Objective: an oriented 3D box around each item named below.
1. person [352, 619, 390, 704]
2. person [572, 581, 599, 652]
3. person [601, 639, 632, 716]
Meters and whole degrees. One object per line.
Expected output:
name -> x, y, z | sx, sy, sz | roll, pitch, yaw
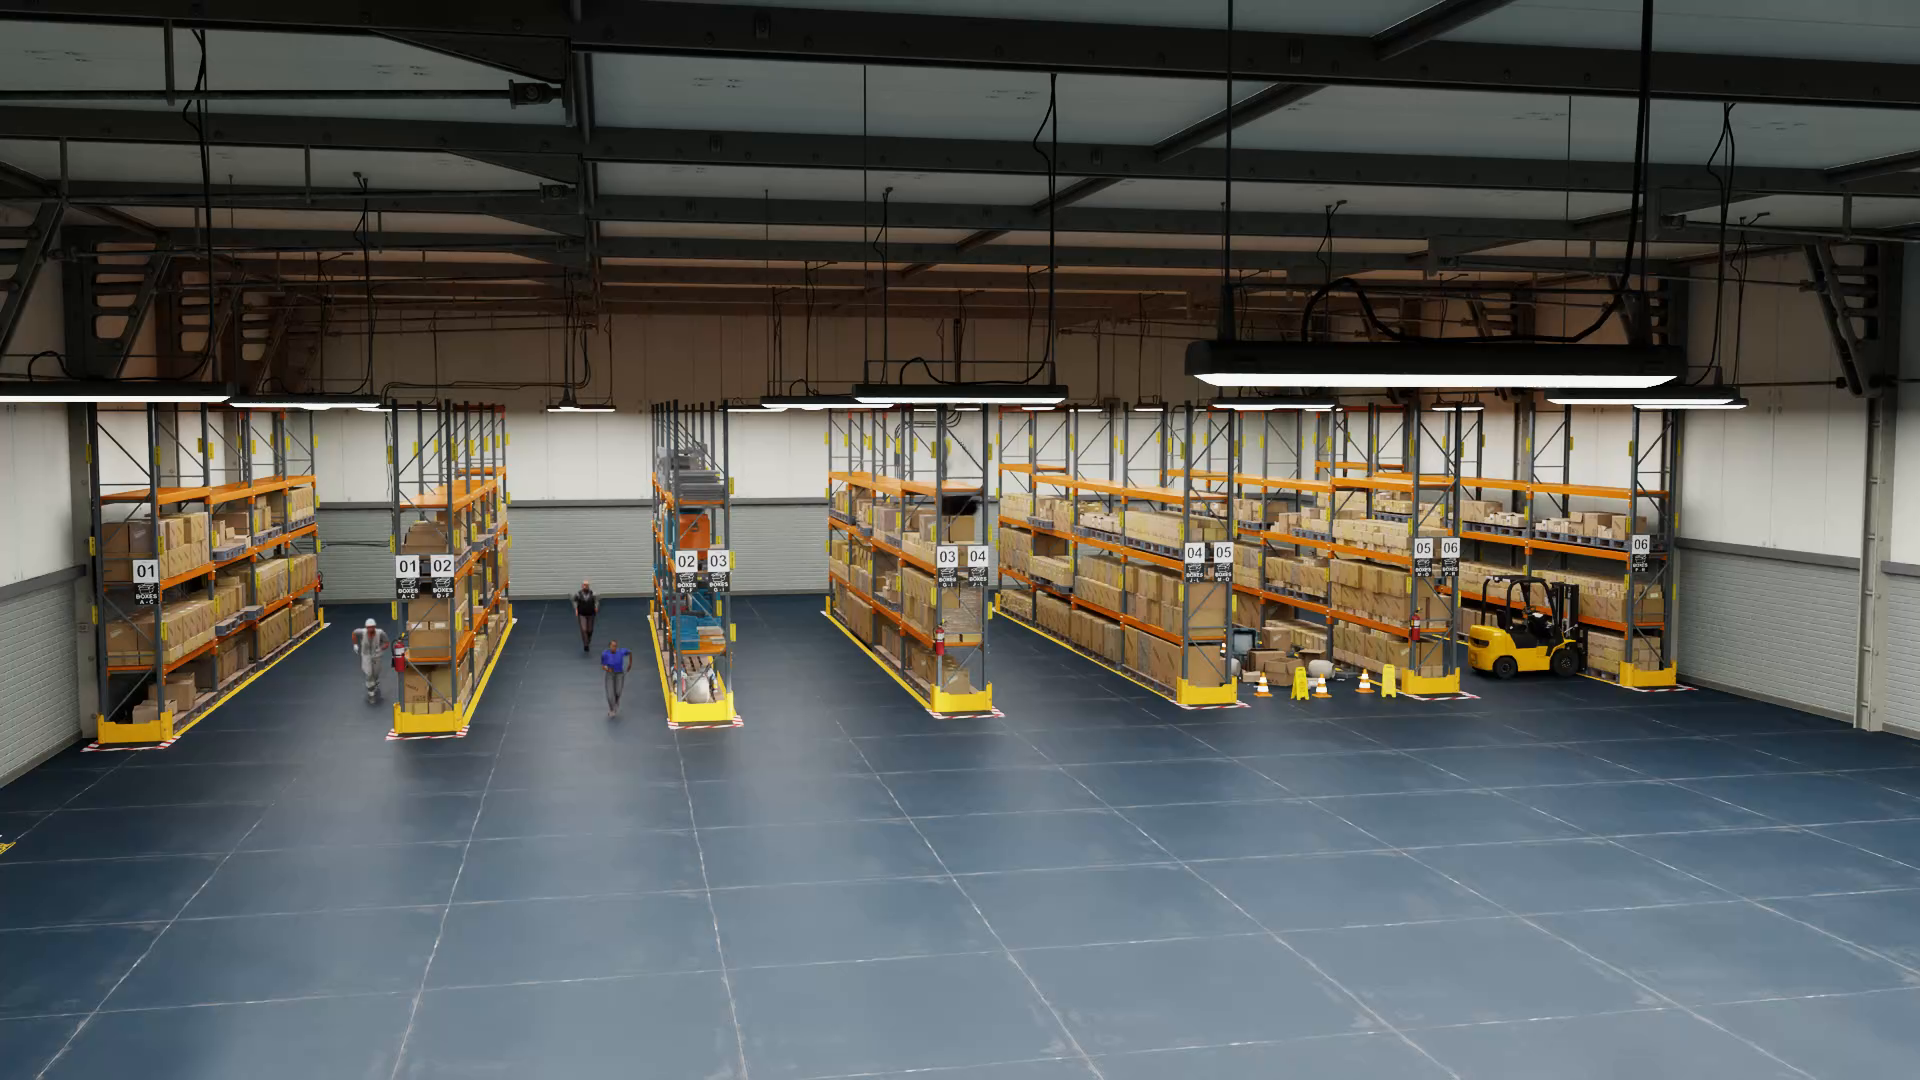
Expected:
person -> -11.780, 2.395, 33.303 | 0.706, 1.731, 1.052 | -1, 4, -15
person -> -9.124, 1.835, 40.543 | 0.647, 1.694, 0.831 | -1, 5, -19
person -> -6.476, 2.596, 31.393 | 0.578, 1.522, 0.829 | -1, 4, -9
